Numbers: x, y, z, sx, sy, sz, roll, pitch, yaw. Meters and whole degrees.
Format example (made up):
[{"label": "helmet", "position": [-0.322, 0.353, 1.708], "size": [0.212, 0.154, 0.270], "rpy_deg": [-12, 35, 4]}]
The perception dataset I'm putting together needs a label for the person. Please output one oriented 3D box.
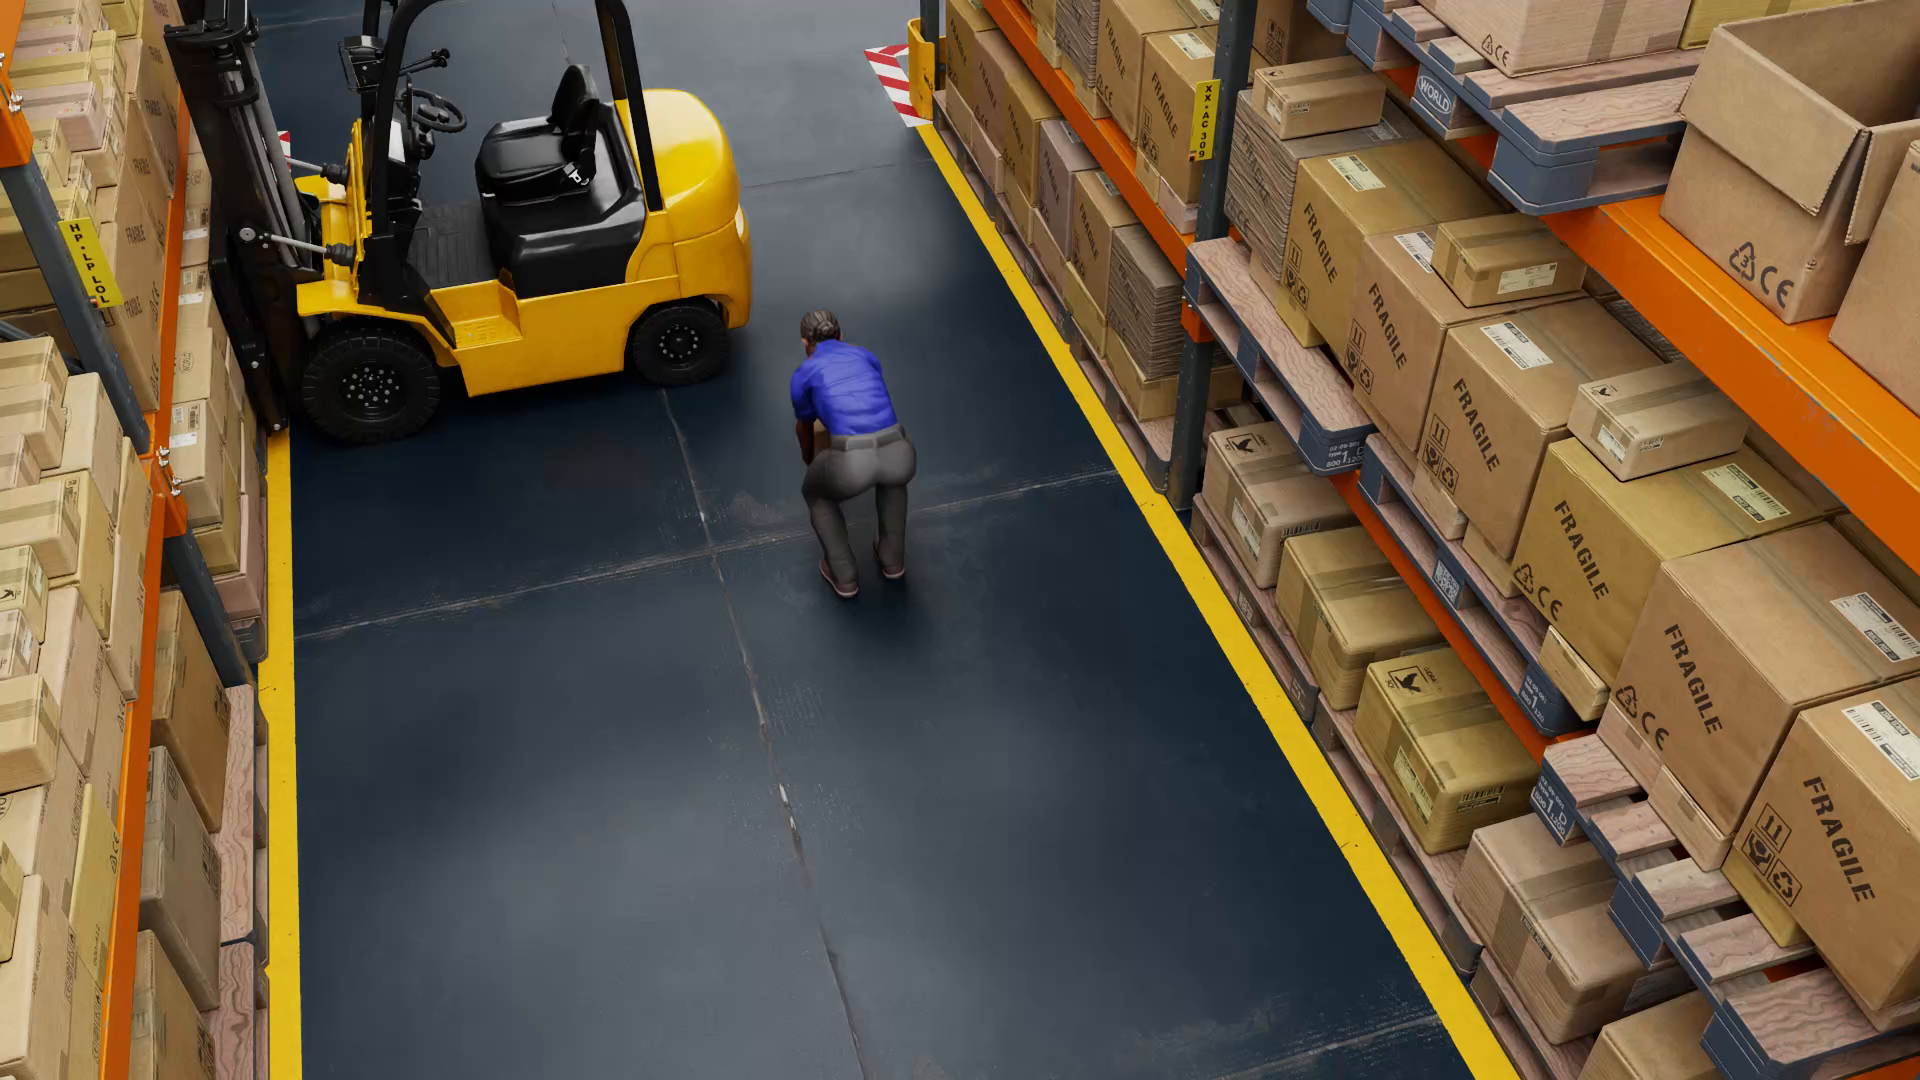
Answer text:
[{"label": "person", "position": [-0.463, -0.342, 7.002], "size": [0.451, 1.036, 0.857], "rpy_deg": [-14, 44, -15]}]
